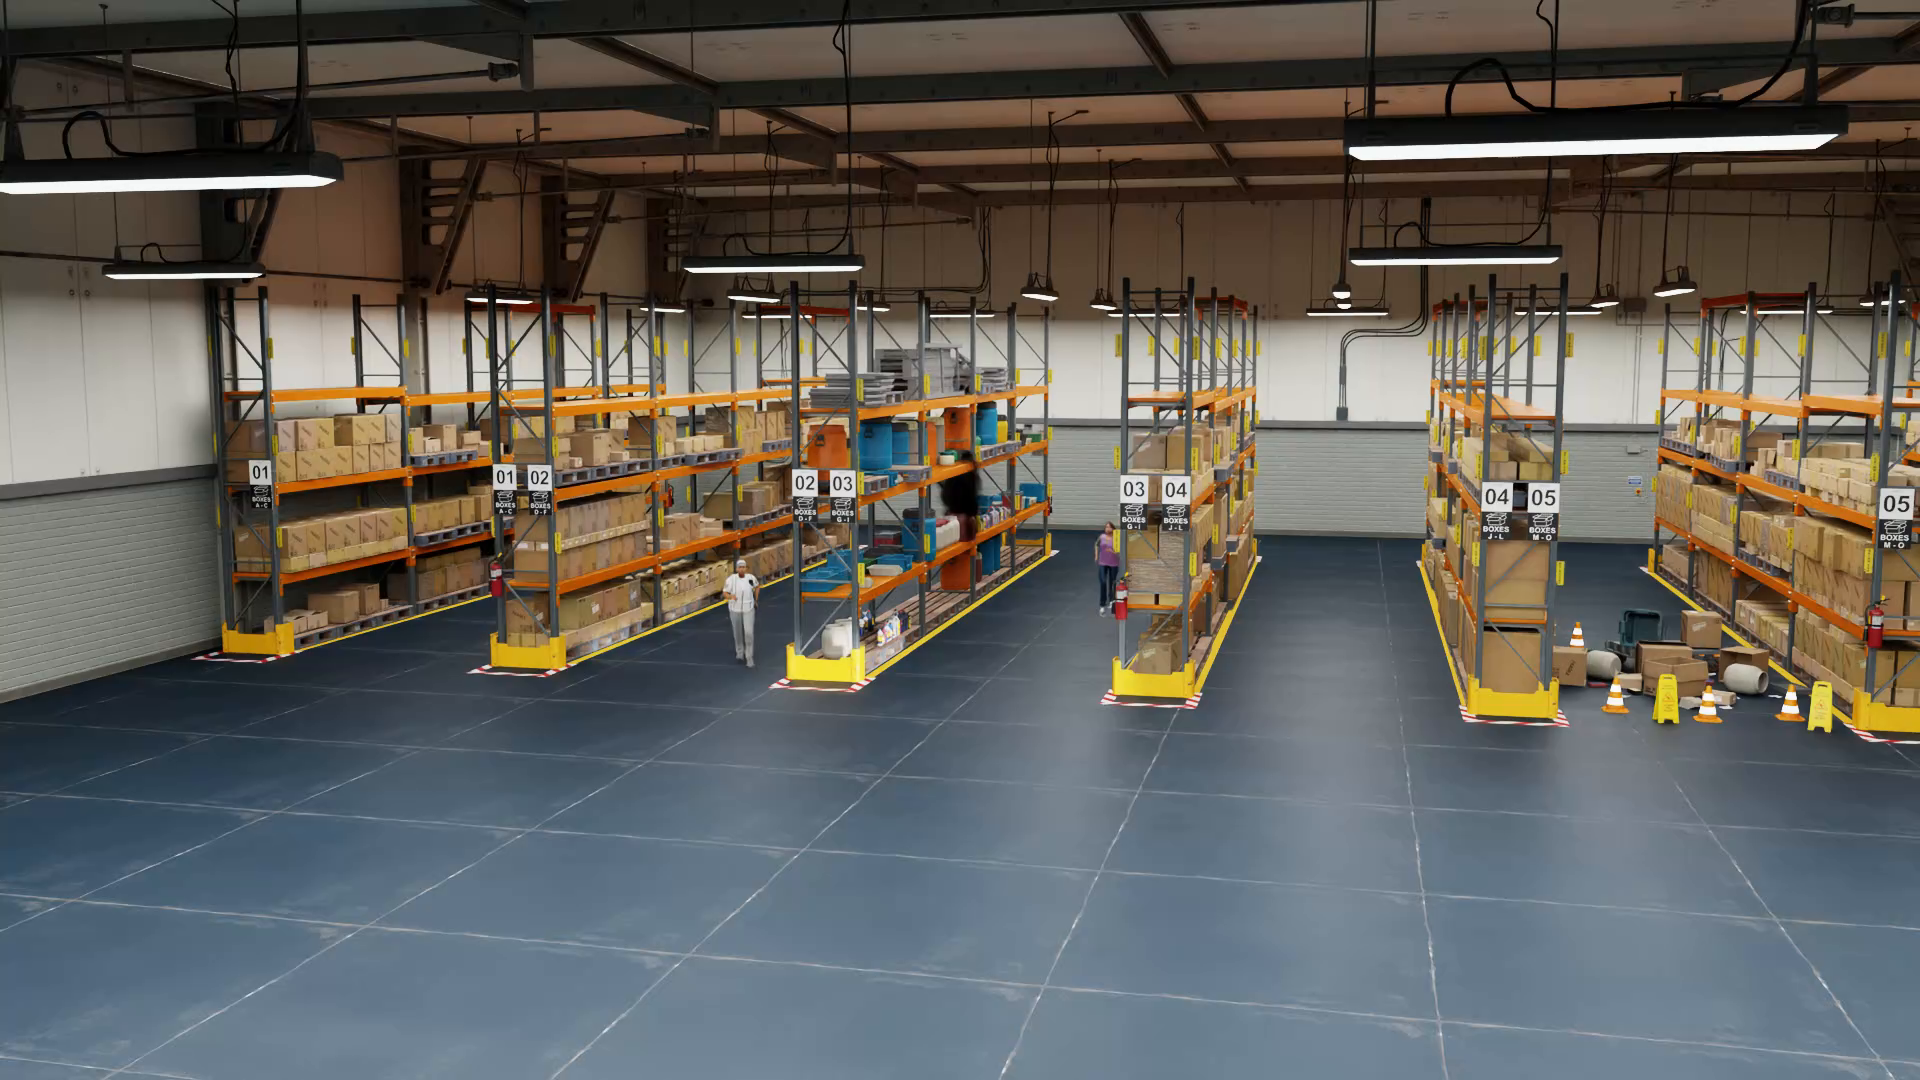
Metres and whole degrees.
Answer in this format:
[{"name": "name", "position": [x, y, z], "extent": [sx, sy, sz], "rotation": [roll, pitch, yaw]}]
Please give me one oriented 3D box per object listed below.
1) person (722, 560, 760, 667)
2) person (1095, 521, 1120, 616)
[{"name": "person", "position": [-3.476, 1.160, 26.448], "extent": [0.587, 1.722, 0.755], "rotation": [-1, 7, -6]}, {"name": "person", "position": [2.653, 0.496, 29.802], "extent": [0.510, 1.672, 0.698], "rotation": [1, 7, 9]}]
